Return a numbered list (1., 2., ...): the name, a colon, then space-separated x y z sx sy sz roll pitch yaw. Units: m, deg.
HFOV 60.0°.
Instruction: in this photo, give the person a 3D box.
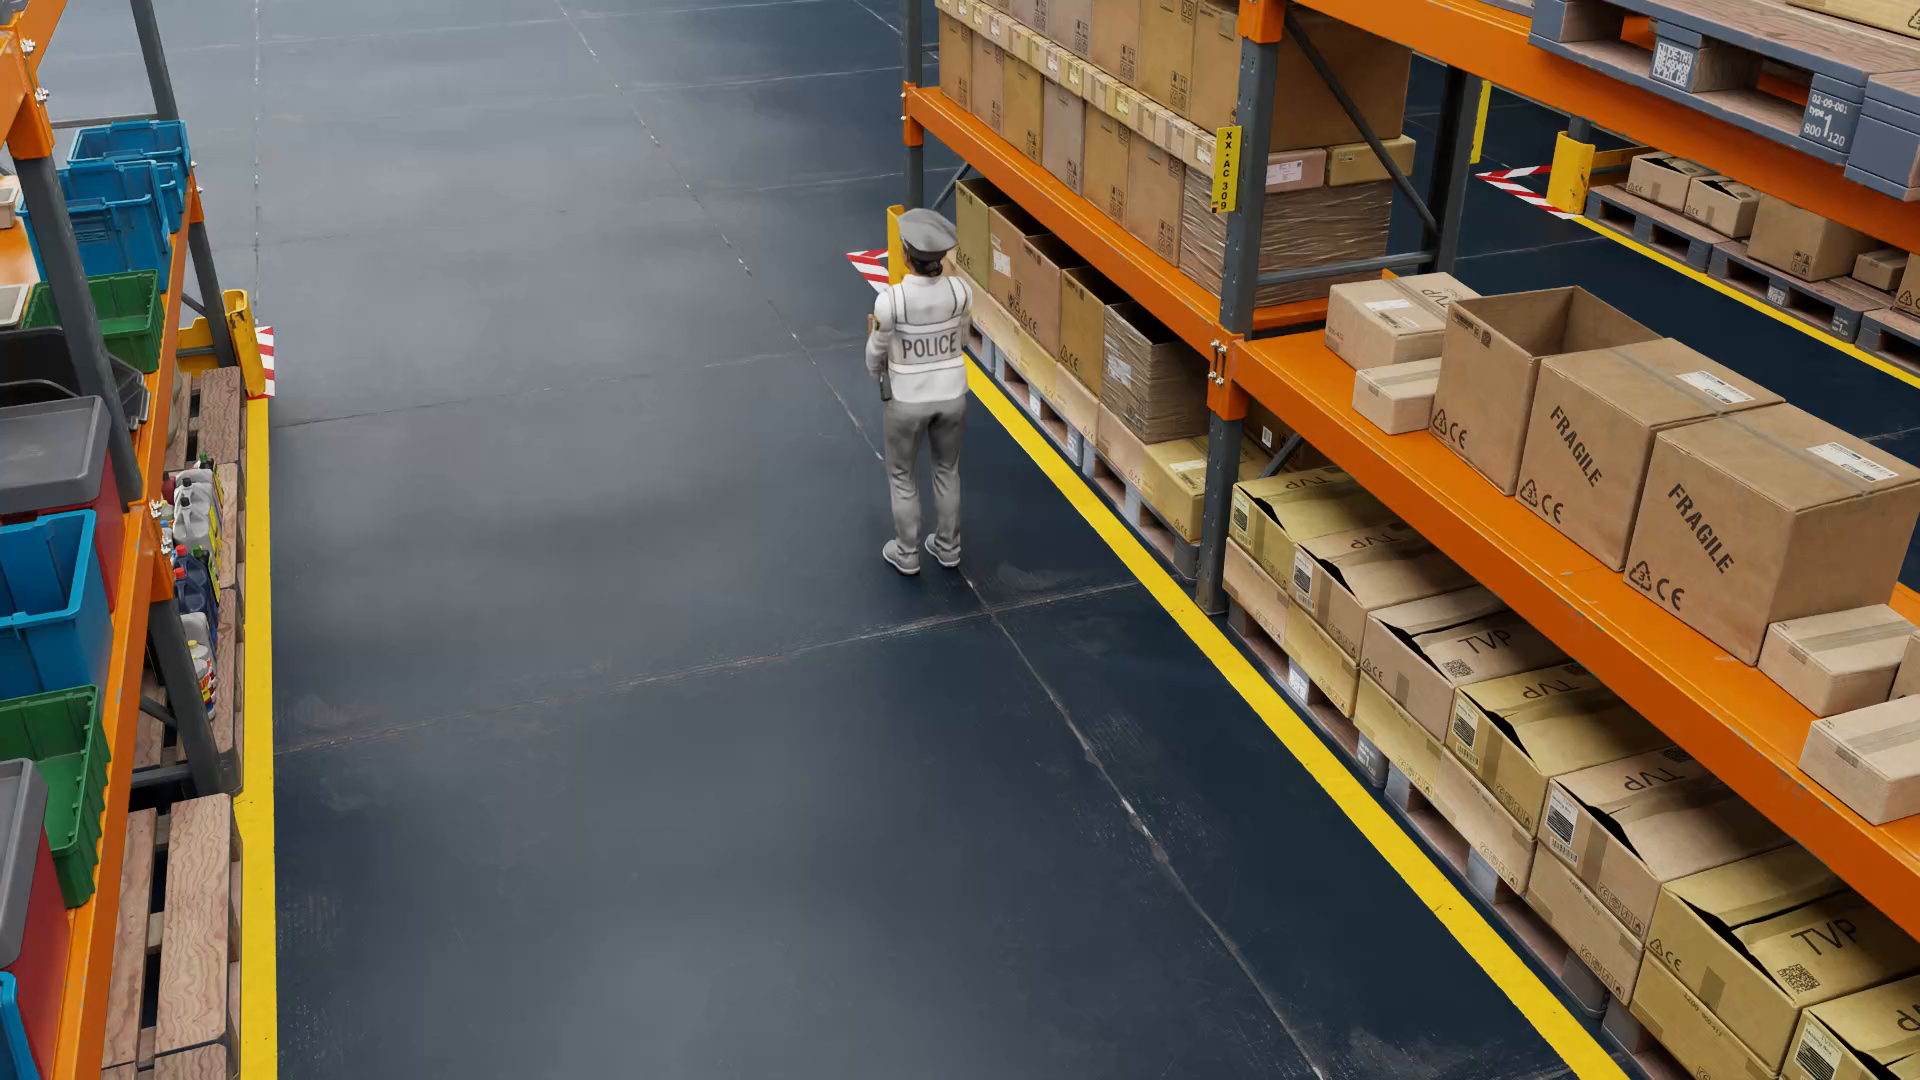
1. person: -0.181 -0.642 7.220 0.446 1.691 0.530 -11 32 -18
